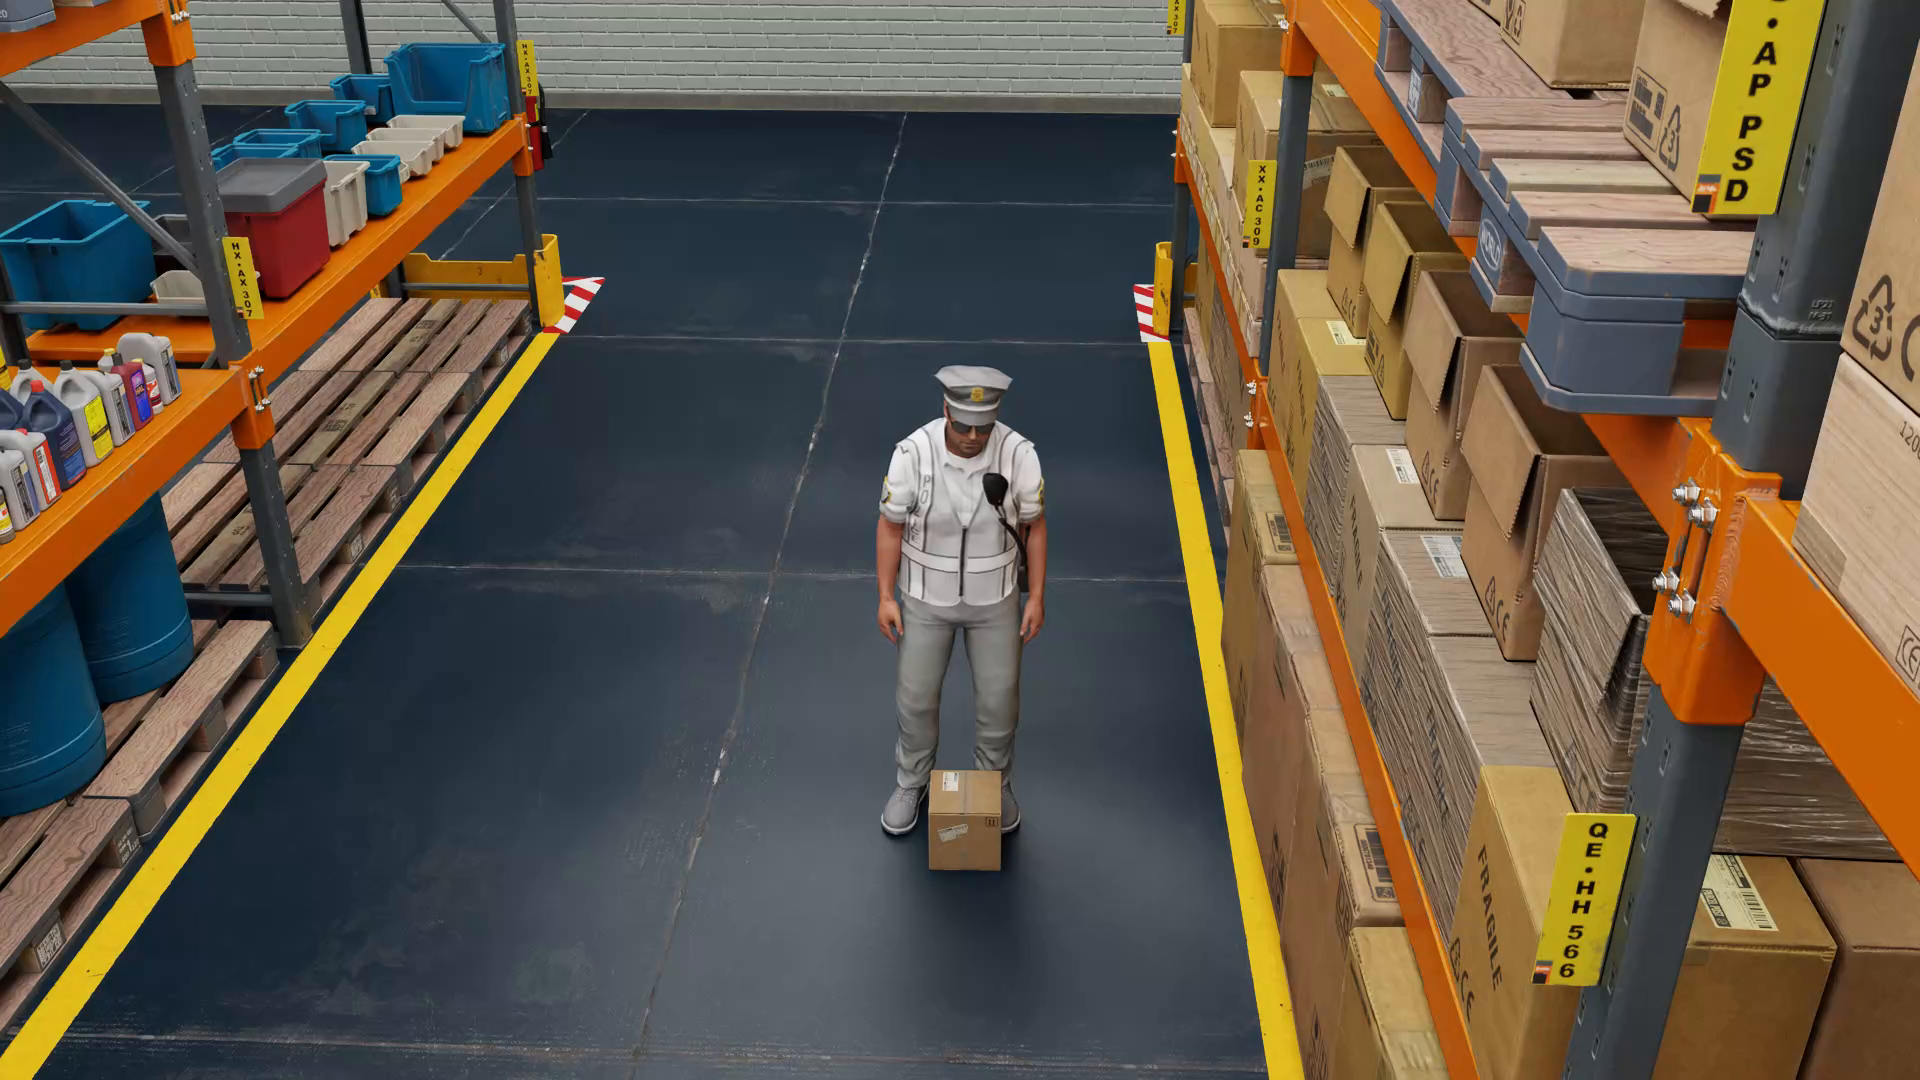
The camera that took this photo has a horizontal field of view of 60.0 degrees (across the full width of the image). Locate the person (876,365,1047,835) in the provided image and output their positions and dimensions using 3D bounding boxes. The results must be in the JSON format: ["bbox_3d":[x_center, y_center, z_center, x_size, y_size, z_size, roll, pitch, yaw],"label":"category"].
[{"bbox_3d":[0.005,0.193,5.748,0.589,1.746,0.438,-1,28,-2],"label":"person"}]
